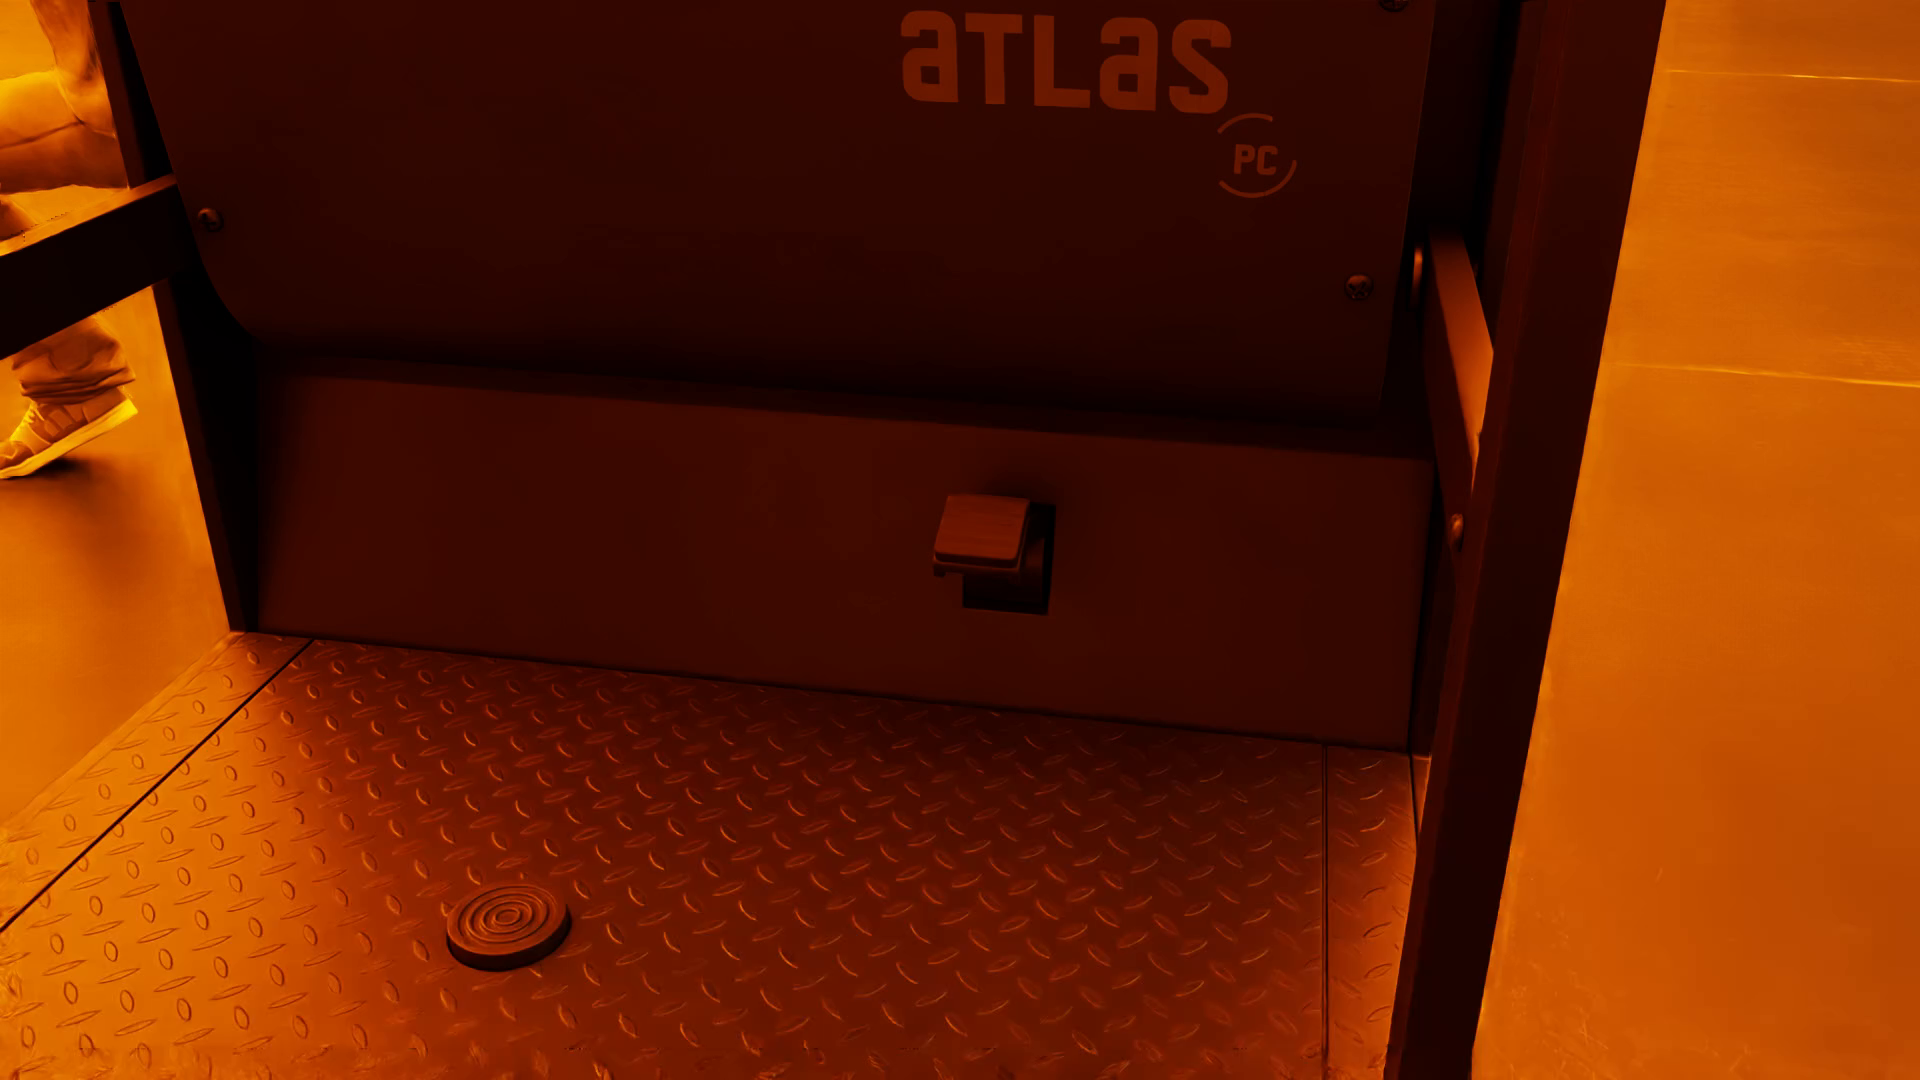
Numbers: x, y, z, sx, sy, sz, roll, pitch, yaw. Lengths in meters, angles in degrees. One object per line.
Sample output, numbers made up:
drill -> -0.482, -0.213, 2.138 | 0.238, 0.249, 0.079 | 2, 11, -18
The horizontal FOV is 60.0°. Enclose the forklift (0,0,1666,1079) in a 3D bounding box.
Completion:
forklift -> -0.183, -0.768, 0.769 | 1.130, 2.935, 3.031 | 5, 27, 10

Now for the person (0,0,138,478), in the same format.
person -> -1.167, -0.630, 2.311 | 0.880, 1.339, 0.702 | -1, 27, -3
